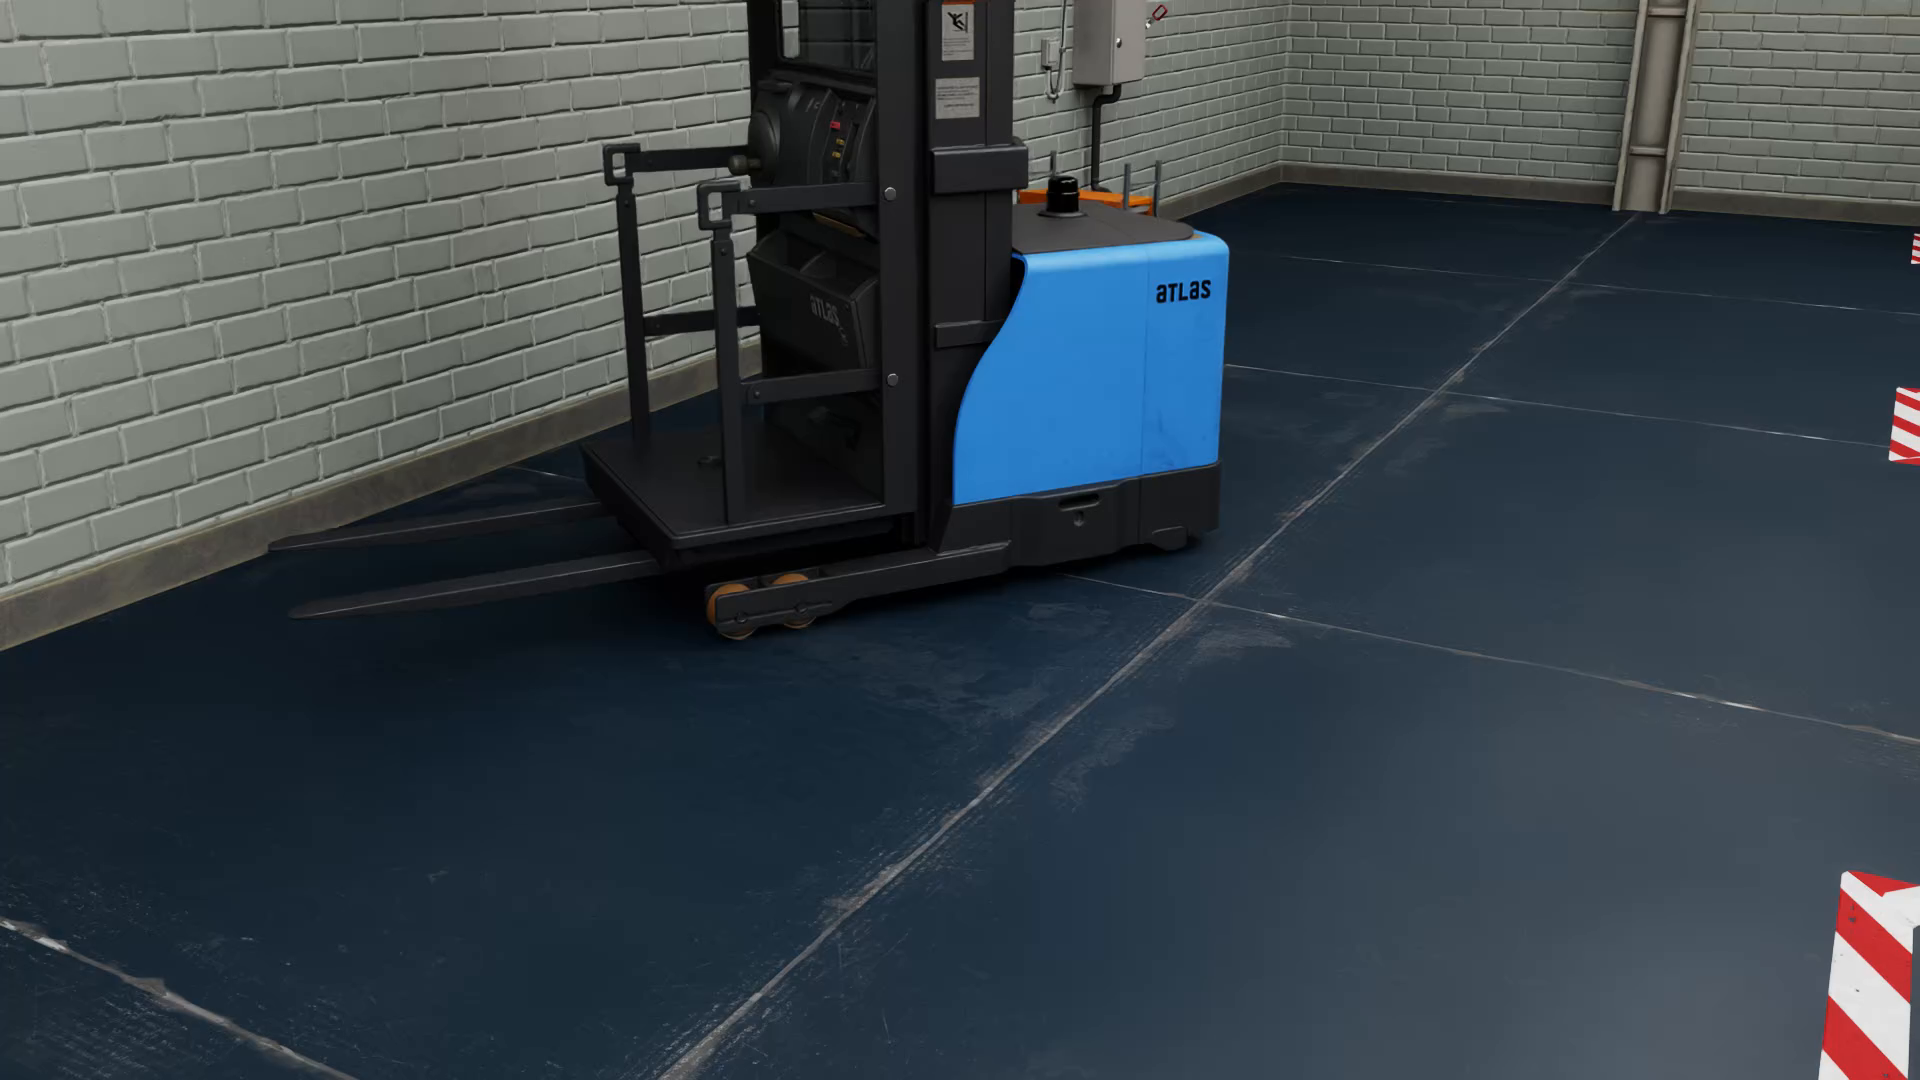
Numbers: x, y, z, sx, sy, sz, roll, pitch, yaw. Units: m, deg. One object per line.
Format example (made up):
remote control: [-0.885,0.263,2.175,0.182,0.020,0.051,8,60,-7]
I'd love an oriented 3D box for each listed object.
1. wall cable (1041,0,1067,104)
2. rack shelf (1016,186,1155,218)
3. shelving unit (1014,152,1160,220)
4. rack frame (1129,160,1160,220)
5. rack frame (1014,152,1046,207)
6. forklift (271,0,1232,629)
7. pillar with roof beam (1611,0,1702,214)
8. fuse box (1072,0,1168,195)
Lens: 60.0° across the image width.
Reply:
wall cable: [0.560,-3.625,9.971,0.122,1.984,0.588,11,23,27]
rack shelf: [0.485,-1.259,6.423,0.480,0.148,0.258,11,23,28]
shelving unit: [0.485,-0.889,6.557,0.503,1.200,0.258,11,23,28]
rack frame: [0.696,-0.848,6.443,0.015,1.200,0.240,11,23,28]
rack frame: [0.273,-0.931,6.672,0.015,1.200,0.240,11,23,28]
forklift: [-0.680,-1.306,5.168,3.031,2.935,1.130,-7,21,-18]
pillar with roof beam: [3.216,-5.527,7.904,0.400,9.000,9.100,11,23,27]
fuse box: [1.030,-2.719,10.852,0.414,1.711,0.539,11,23,27]
